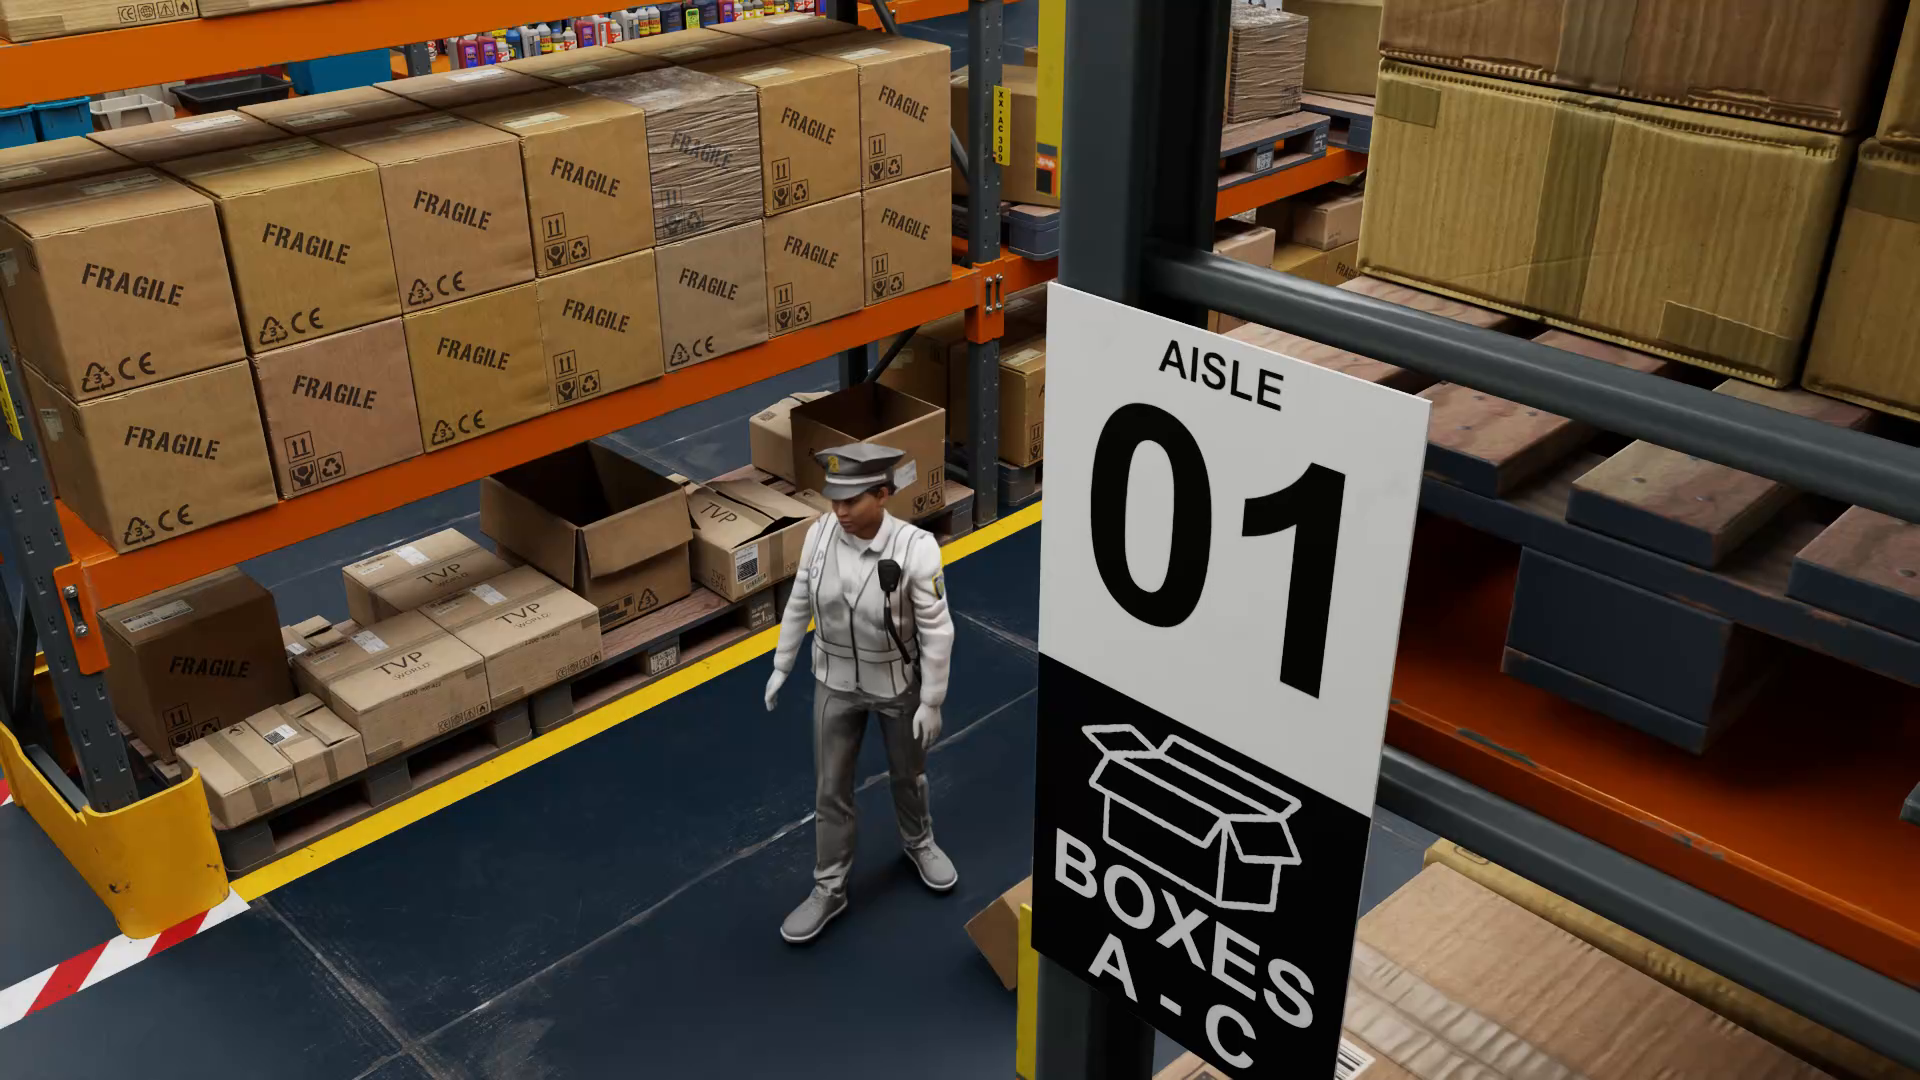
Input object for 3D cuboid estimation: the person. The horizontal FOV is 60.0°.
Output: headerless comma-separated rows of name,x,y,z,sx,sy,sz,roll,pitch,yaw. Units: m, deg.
person,-0.325,0.462,5.206,0.620,1.662,0.612,7,29,13
